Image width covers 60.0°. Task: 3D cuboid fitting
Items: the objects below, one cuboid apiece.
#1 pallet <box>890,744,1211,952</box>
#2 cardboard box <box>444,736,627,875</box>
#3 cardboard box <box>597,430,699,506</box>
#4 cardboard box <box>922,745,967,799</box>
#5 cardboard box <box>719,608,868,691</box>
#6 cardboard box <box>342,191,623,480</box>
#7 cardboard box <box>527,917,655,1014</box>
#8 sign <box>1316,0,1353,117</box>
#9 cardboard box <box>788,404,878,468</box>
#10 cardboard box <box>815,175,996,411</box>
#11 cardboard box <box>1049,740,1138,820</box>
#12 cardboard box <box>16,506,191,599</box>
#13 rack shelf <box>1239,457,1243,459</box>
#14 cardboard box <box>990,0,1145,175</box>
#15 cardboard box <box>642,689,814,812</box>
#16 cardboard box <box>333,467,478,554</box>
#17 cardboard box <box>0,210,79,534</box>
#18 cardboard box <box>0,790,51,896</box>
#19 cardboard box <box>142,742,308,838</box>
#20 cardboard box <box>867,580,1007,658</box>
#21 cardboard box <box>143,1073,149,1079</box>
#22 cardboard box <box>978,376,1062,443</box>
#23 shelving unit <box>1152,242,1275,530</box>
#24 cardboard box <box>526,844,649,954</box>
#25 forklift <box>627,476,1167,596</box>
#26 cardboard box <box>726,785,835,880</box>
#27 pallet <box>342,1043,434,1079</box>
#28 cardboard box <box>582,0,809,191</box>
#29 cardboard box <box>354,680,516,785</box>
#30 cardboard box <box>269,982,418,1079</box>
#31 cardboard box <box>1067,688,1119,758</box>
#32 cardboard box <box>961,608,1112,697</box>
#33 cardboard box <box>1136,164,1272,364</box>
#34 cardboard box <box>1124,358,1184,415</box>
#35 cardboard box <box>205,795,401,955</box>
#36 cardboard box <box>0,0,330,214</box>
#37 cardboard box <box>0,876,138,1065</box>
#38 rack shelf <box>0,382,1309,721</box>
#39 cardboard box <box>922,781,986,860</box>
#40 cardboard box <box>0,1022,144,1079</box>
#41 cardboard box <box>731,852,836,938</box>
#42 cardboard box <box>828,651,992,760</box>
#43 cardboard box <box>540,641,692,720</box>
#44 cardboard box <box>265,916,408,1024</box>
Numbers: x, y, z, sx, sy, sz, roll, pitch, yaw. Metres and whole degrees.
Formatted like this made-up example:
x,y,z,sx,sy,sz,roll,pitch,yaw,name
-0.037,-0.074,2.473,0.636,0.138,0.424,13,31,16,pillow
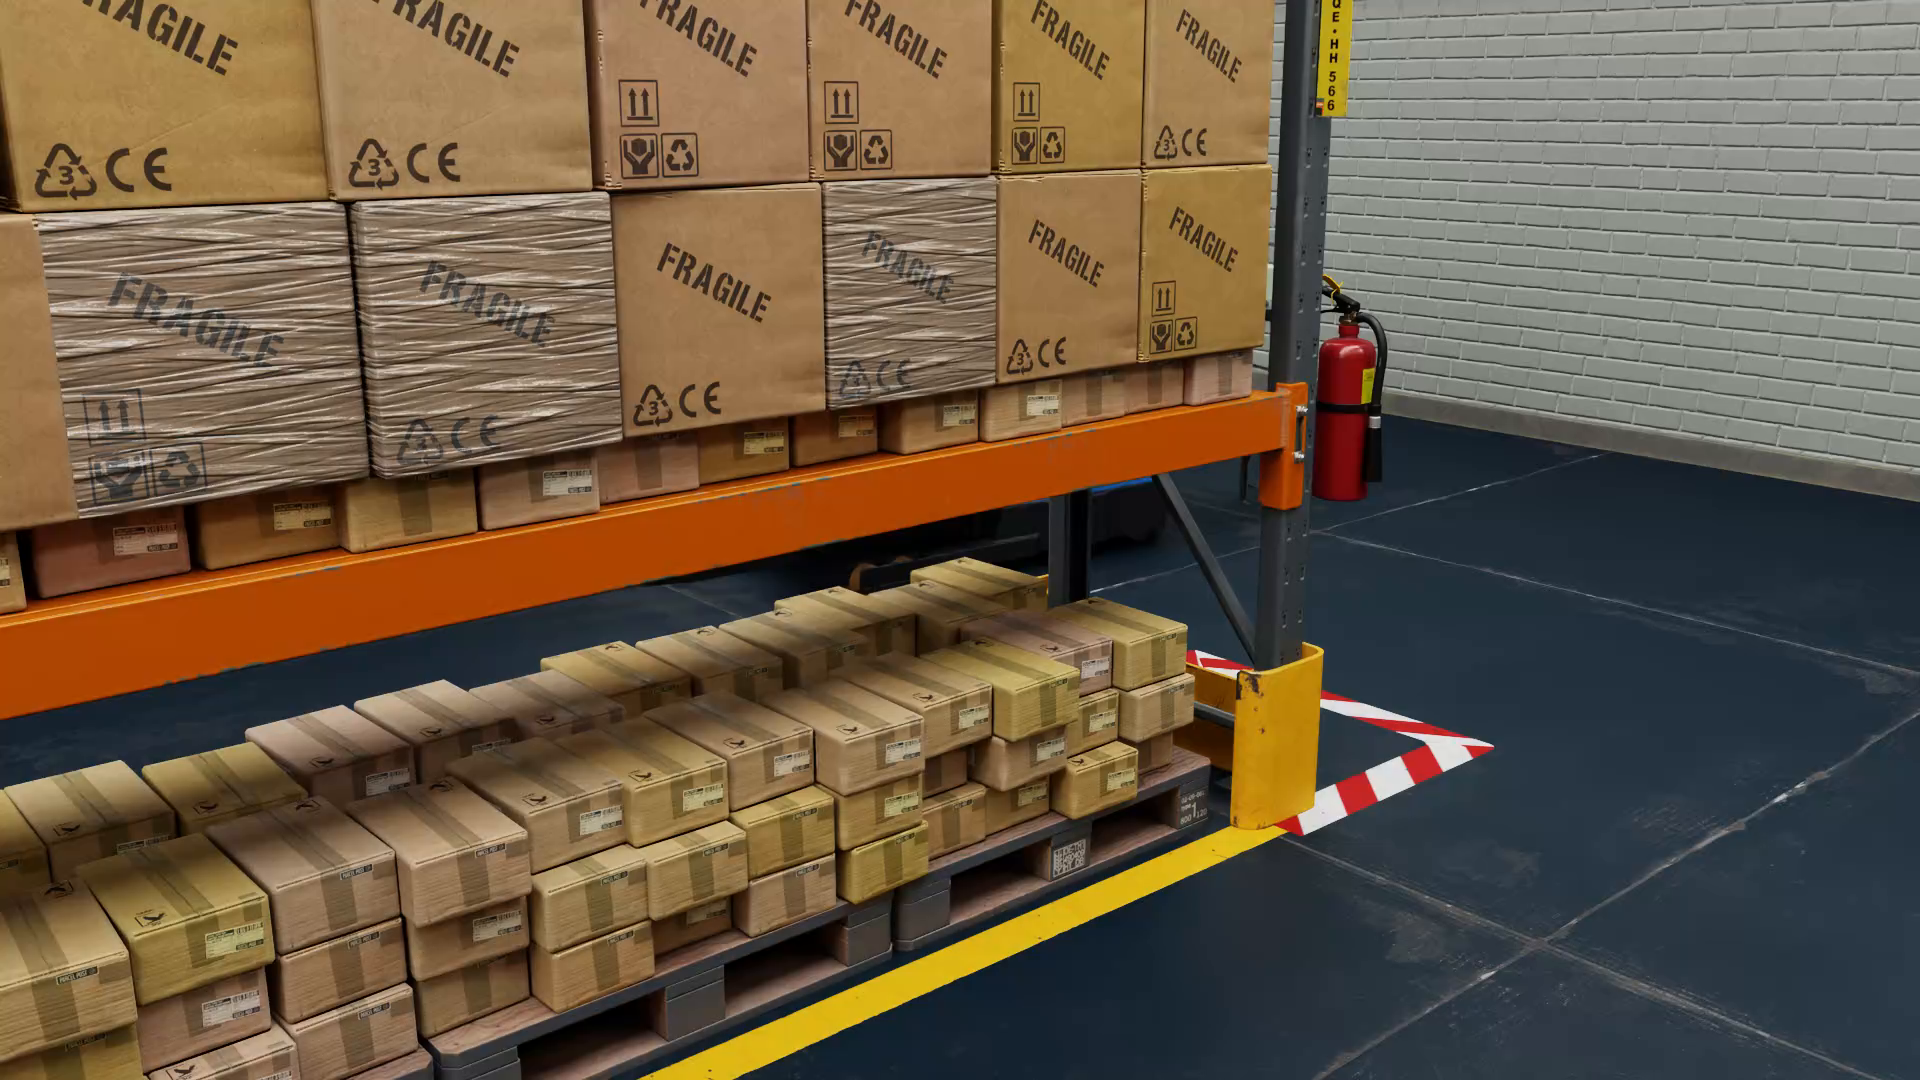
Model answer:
x,y,z,sx,sy,sz,roll,pitch,yaw,name
-0.018,0.764,4.981,1.213,0.211,1.003,-13,19,-39,pallet
-0.962,0.594,3.771,0.250,0.149,0.380,-14,20,-42,cardboard box
-0.780,-0.199,3.670,0.250,0.149,0.380,-12,19,-37,cardboard box
-0.196,0.563,4.465,0.250,0.149,0.380,-13,20,-40,cardboard box
-0.479,0.329,4.764,0.250,0.149,0.380,-14,20,-42,cardboard box
-1.031,-0.440,3.313,0.500,0.500,0.500,-13,20,-41,cardboard box
-0.904,0.898,3.785,0.250,0.149,0.380,-13,20,-41,cardboard box
1.025,-1.327,4.551,0.005,0.325,0.100,-13,19,-39,sign
-0.414,-0.294,4.025,0.250,0.149,0.380,-14,20,-42,cardboard box
-0.263,-0.619,3.983,0.500,0.500,0.500,-13,19,-39,cardboard box
0.288,0.641,4.749,0.250,0.149,0.380,-12,19,-38,cardboard box
-1.601,-0.026,3.021,0.250,0.149,0.380,-14,20,-42,cardboard box
1.253,-0.541,8.633,0.720,0.370,0.431,-5,16,-19,rack shelf
0.111,-1.190,4.185,0.500,0.500,0.500,-14,20,-41,cardboard box
-0.571,0.510,4.085,0.250,0.149,0.380,-14,20,-41,cardboard box
-1.159,-0.101,3.301,0.250,0.149,0.380,-12,19,-38,cardboard box
-1.803,-0.276,2.701,0.500,0.500,0.500,-13,20,-40,cardboard box
-2.078,0.676,3.465,0.250,0.149,0.380,-12,19,-39,cardboard box
-1.648,0.604,3.736,0.250,0.149,0.380,-12,19,-38,cardboard box
-0.072,0.253,5.048,0.250,0.149,0.380,-12,19,-38,cardboard box
-1.656,1.081,3.101,0.250,0.149,0.380,-12,19,-38,cardboard box
0.046,-0.367,4.299,0.250,0.149,0.380,-12,19,-38,cardboard box
1.253,-0.856,8.549,0.755,1.500,0.431,-5,16,-19,shelving unit
-0.906,0.756,3.741,0.250,0.149,0.380,-13,20,-40,cardboard box
-0.463,-1.302,7.444,3.031,2.935,1.130,-11,18,-35,forklift
-0.514,0.667,4.073,0.250,0.149,0.380,-11,19,-37,cardboard box
-1.858,1.177,3.433,1.213,0.211,1.003,-13,19,-39,pallet
-0.672,-1.010,3.511,0.500,0.500,0.500,-14,20,-41,cardboard box
-1.309,0.492,4.155,0.250,0.149,0.380,-14,20,-41,cardboard box
-1.344,0.976,3.494,0.250,0.149,0.380,-13,20,-40,cardboard box
0.232,0.483,4.765,0.250,0.149,0.380,-13,20,-41,cardboard box
0.215,0.331,4.758,0.250,0.149,0.380,-12,19,-38,cardboard box
0.506,-0.793,4.635,0.500,0.500,0.500,-12,19,-38,cardboard box
0.403,-0.460,4.648,0.250,0.149,0.380,-13,20,-39,cardboard box
-1.359,0.684,3.436,0.250,0.149,0.380,-13,20,-41,cardboard box
-1.461,-0.844,2.890,0.500,0.500,0.500,-13,20,-41,cardboard box
-1.699,0.785,3.058,0.250,0.149,0.380,-11,19,-37,cardboard box
-0.833,-0.040,3.983,4.000,0.370,1.077,-13,19,-39,rack shelf
-0.146,0.713,4.479,0.250,0.149,0.380,-12,19,-39,cardboard box
-1.726,0.922,3.120,0.250,0.149,0.380,-12,19,-39,cardboard box
-0.516,0.811,4.112,0.250,0.149,0.380,-12,19,-38,cardboard box
-0.134,0.431,4.383,0.250,0.149,0.380,-14,20,-42,cardboard box
-0.923,0.410,4.462,0.250,0.149,0.380,-12,19,-39,cardboard box
-1.361,0.829,3.470,0.250,0.149,0.380,-14,20,-42,cardboard box
